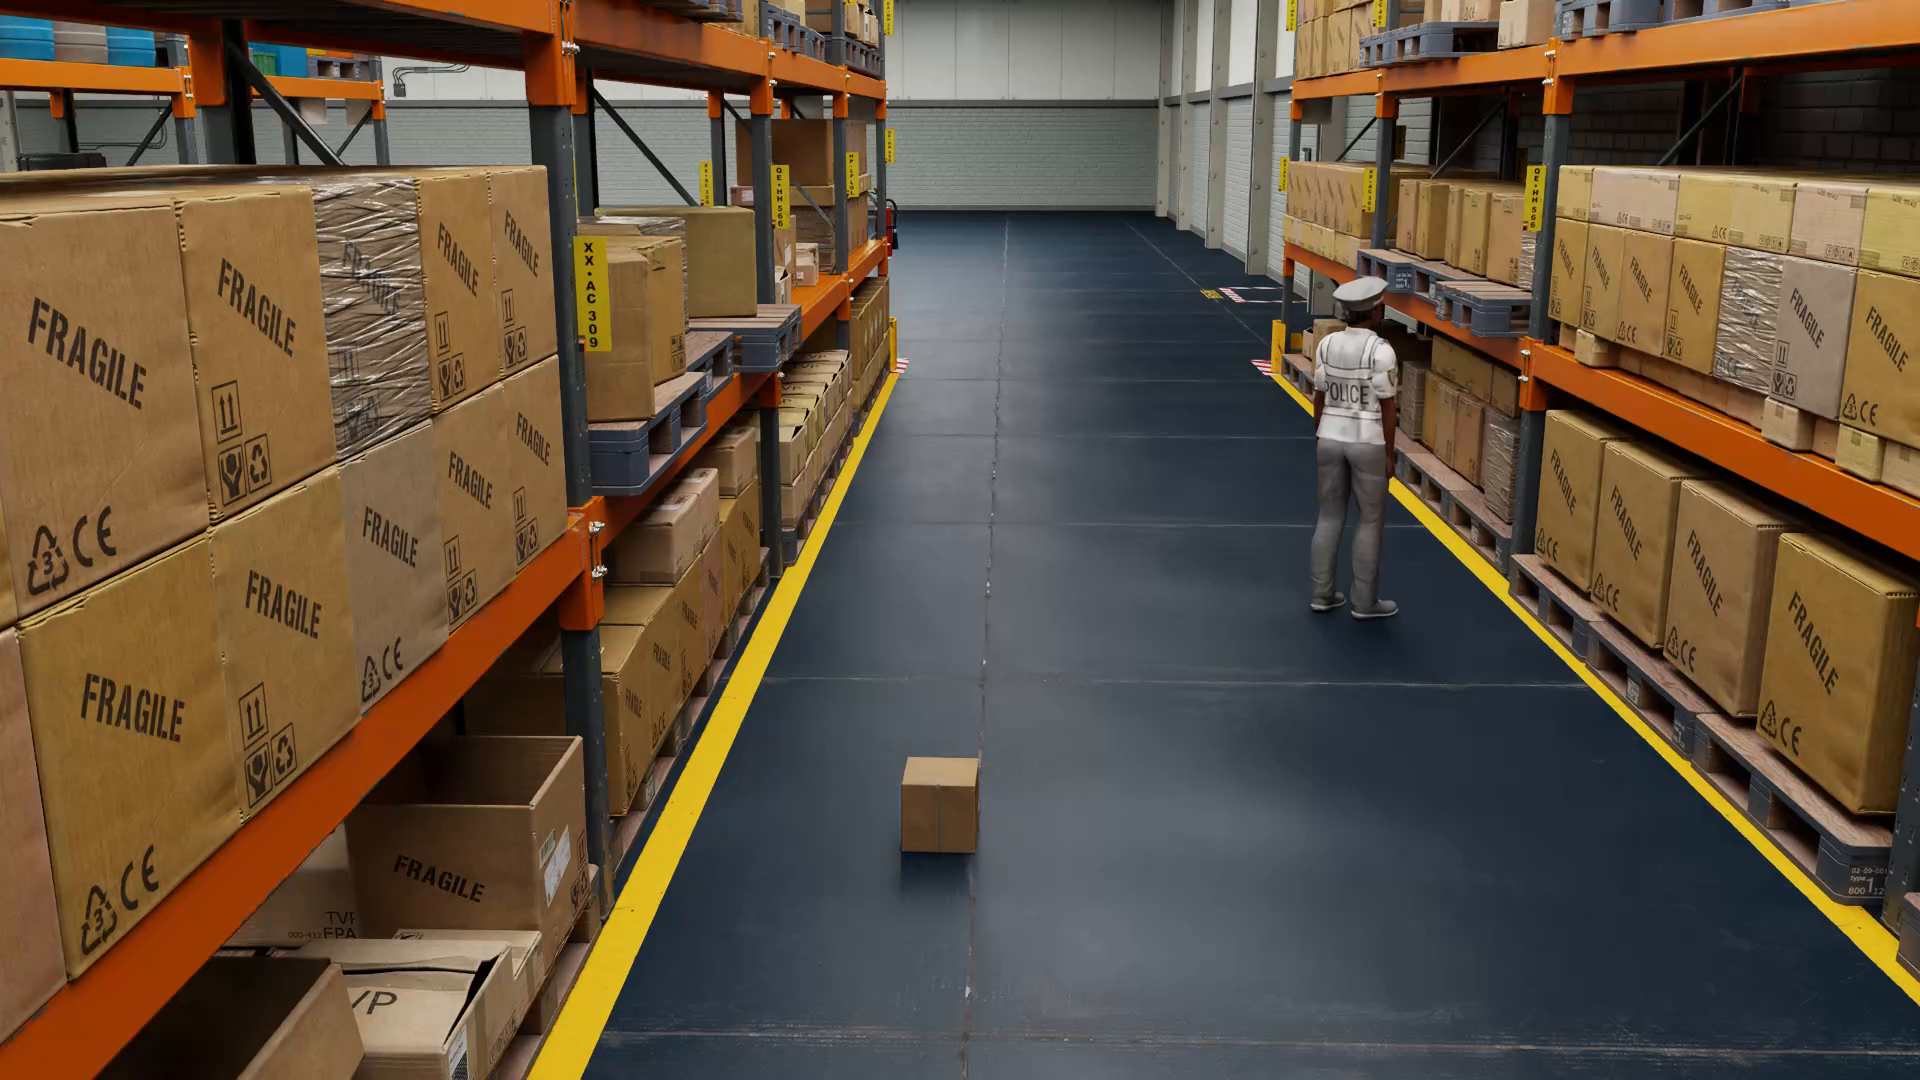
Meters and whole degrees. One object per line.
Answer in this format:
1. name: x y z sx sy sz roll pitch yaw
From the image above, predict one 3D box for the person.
1. person: 1.973 -0.455 8.265 0.440 1.692 0.339 13 19 42
